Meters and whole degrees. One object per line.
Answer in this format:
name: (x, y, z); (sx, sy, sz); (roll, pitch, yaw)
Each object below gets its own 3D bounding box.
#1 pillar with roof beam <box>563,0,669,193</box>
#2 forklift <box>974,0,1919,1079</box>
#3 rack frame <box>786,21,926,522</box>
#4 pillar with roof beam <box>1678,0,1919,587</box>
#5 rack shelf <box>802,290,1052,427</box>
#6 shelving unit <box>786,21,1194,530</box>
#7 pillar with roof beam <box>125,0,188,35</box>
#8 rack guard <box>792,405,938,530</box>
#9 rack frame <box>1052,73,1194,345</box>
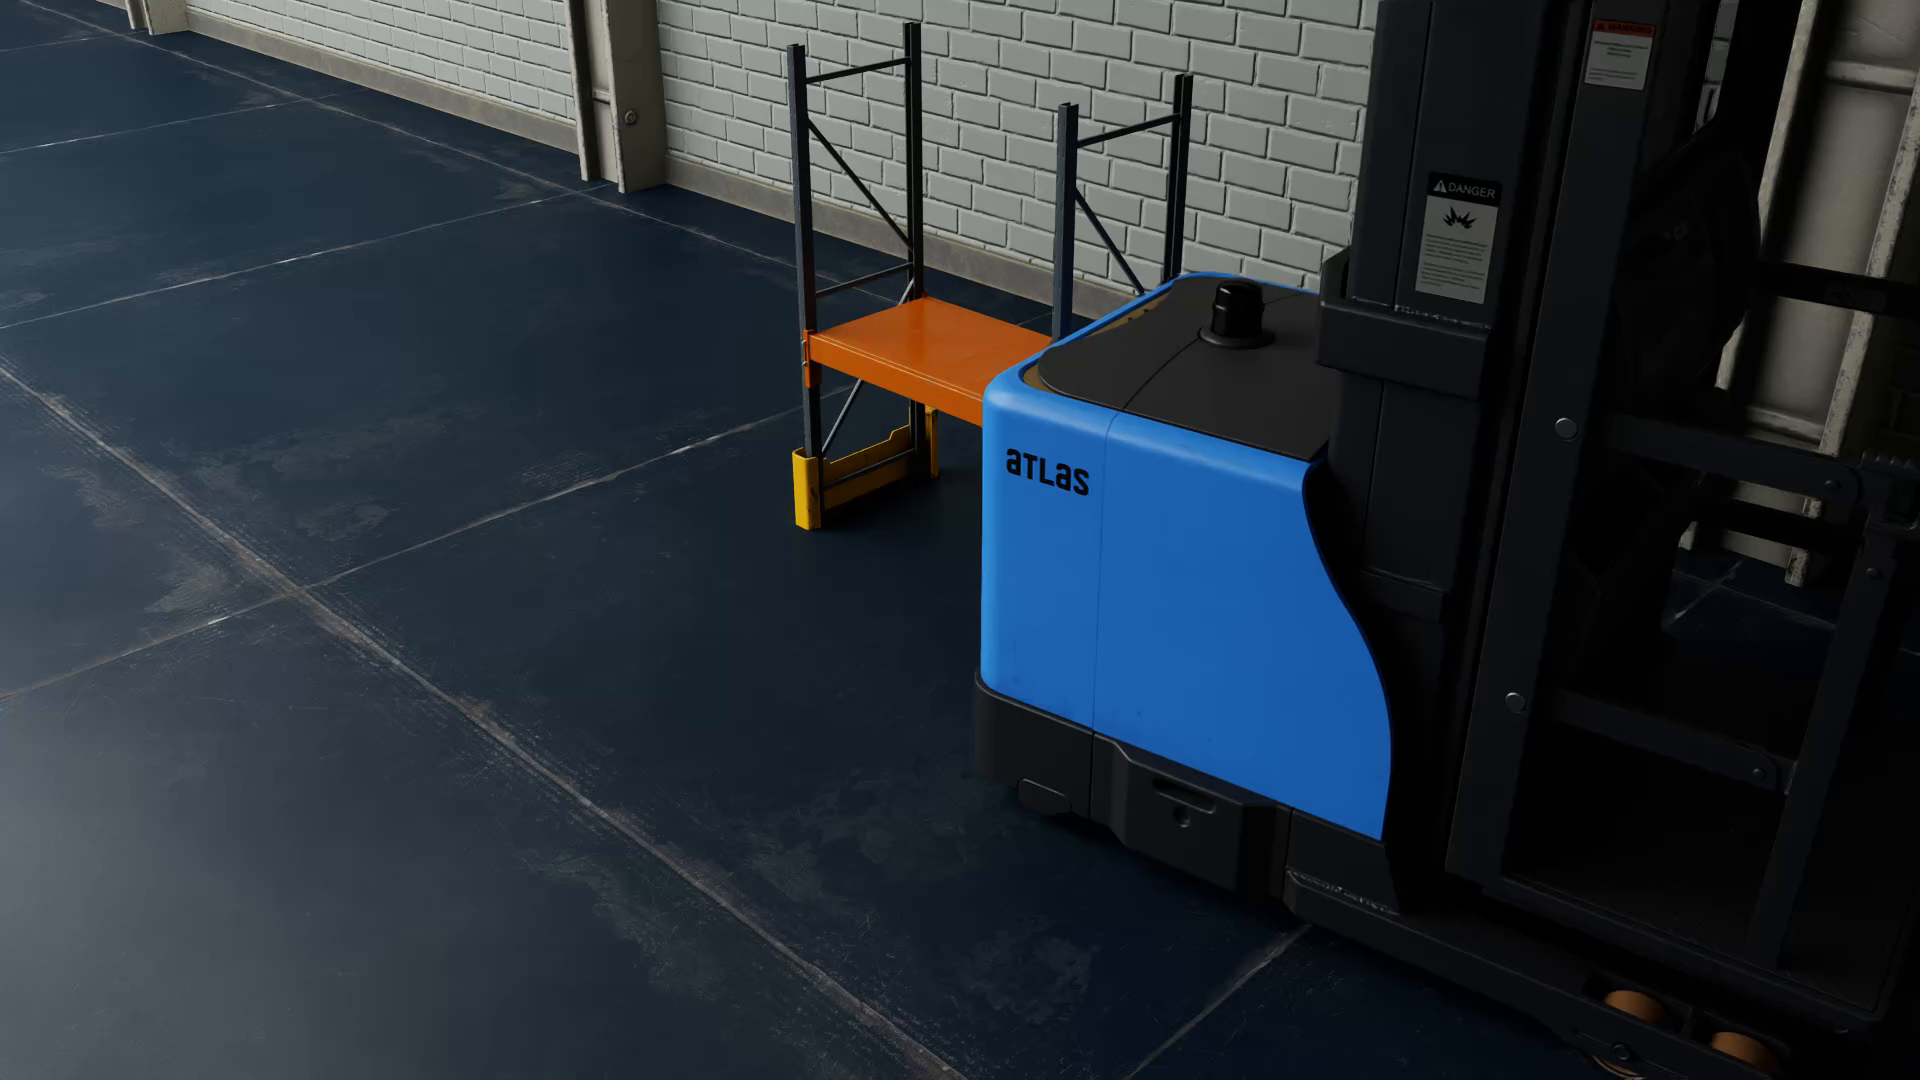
pillar with roof beam: (-4.806, -4.484, 4.108); (0.400, 9.000, 9.100); (25, 36, 38)
forklift: (1.529, -0.475, 3.003); (3.031, 2.935, 1.130); (18, 33, 31)
rack frame: (-0.302, -0.802, 5.163); (0.032, 1.500, 0.500); (25, 36, 38)
pillar with roof beam: (-0.528, -2.526, 0.385); (0.400, 9.000, 9.100); (25, 36, 38)
rack shelf: (0.061, -0.477, 4.932); (1.000, 0.185, 0.538); (25, 36, 38)
shelving unit: (0.054, -0.639, 4.854); (1.083, 1.500, 0.587); (25, 36, 38)
pillar with roof beam: (-9.085, -6.441, 7.831); (0.400, 9.000, 9.100); (25, 36, 38)
rack guard: (-0.301, -0.248, 5.454); (0.087, 0.250, 0.587); (25, 36, 38)
rack frame: (0.423, -0.470, 4.533); (0.032, 1.500, 0.500); (25, 36, 38)
